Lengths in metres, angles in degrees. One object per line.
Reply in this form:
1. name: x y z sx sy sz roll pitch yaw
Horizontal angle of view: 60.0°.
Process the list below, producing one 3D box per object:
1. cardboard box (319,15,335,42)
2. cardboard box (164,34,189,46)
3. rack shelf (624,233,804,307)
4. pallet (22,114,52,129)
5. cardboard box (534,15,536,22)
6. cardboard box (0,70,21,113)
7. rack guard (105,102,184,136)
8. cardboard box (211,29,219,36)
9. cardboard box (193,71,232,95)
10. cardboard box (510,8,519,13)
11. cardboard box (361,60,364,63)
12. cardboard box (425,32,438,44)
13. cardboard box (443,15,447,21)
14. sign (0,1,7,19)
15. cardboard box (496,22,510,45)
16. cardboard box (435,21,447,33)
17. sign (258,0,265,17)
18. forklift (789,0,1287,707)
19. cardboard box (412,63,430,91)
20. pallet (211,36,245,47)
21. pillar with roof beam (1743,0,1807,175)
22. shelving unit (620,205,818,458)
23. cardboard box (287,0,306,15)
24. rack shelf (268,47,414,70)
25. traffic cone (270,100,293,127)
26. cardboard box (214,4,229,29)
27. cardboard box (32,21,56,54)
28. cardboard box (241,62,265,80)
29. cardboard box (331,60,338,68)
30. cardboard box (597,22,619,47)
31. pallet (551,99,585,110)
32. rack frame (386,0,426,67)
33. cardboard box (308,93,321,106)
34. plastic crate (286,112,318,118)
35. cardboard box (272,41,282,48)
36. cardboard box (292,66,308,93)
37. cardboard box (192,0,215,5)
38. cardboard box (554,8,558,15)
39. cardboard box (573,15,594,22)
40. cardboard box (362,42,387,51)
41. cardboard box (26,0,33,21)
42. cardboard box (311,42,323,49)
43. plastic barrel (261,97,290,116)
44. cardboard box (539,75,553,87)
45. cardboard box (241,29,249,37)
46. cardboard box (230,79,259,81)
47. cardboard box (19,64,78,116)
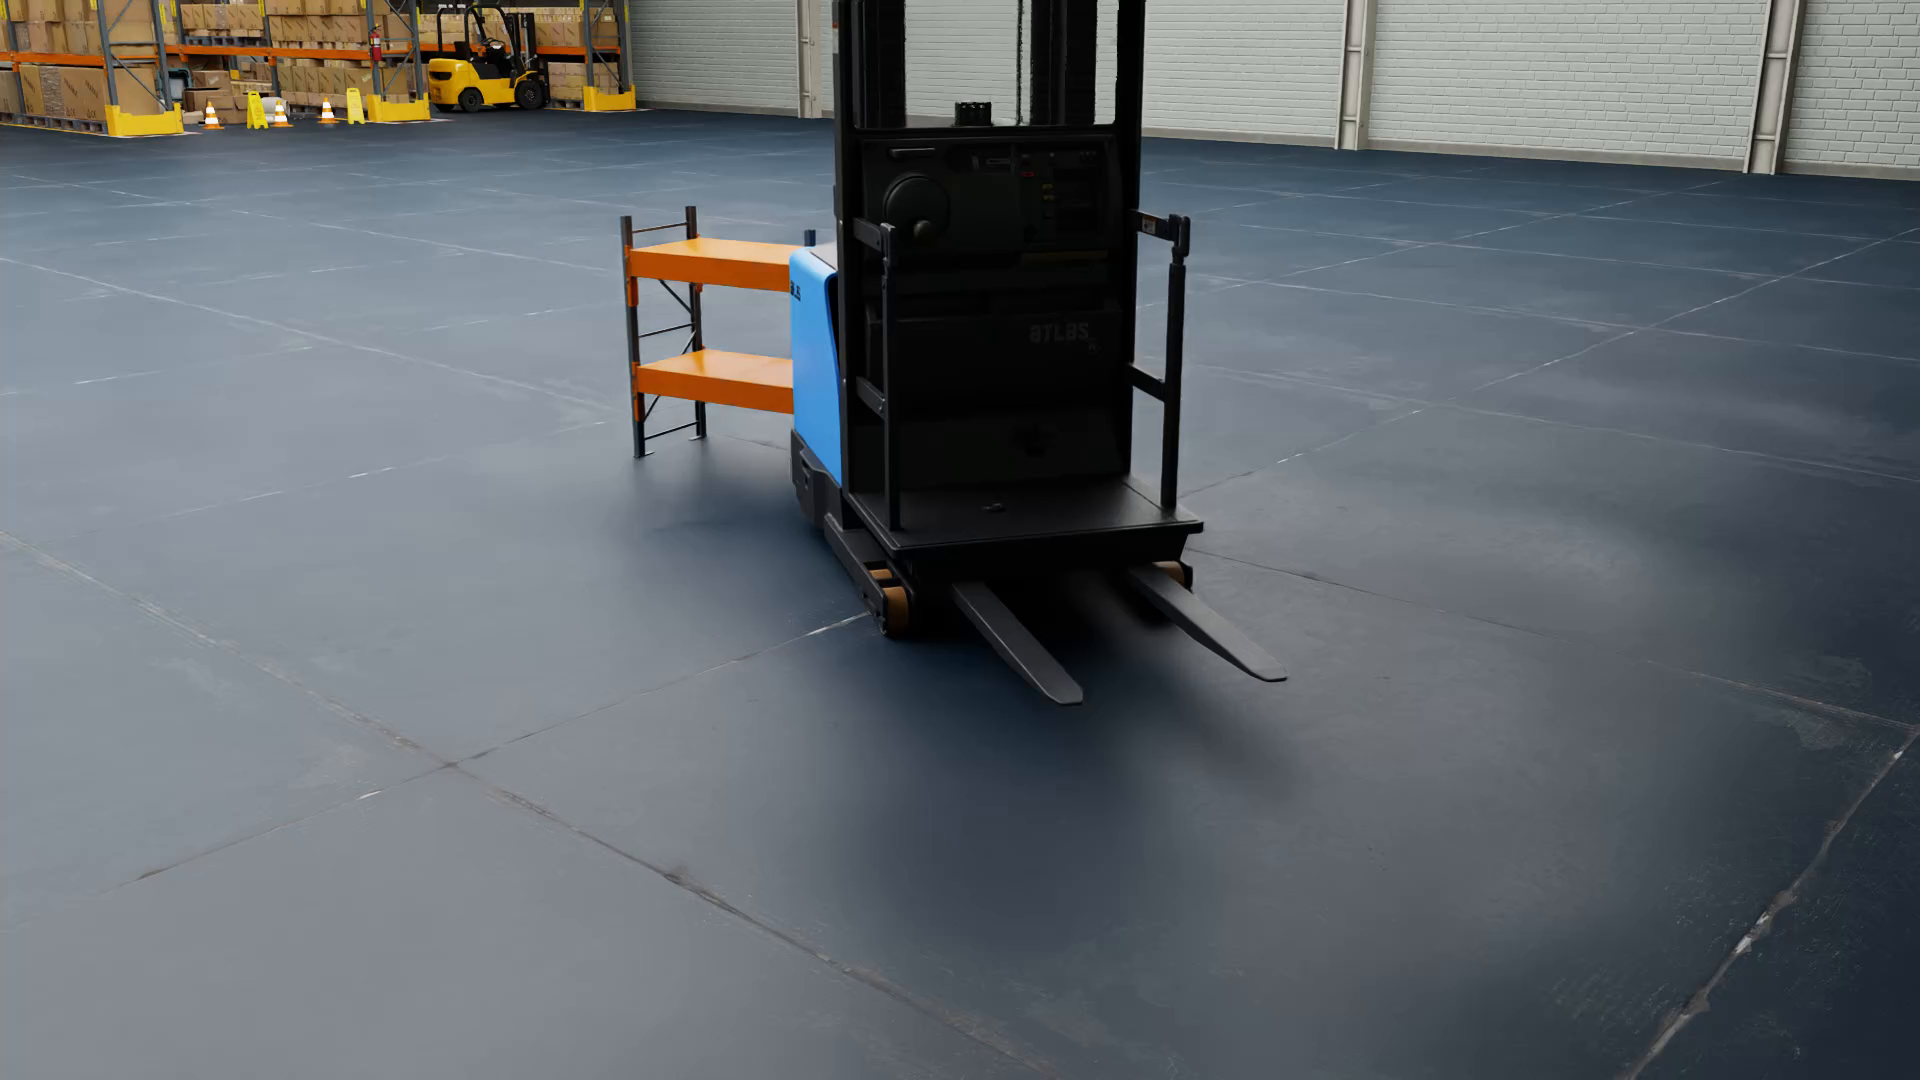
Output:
1. cardboard box: -12.167 -10.018 32.563 0.500 0.500 0.500 15 23 39
2. cardboard box: -17.369 -11.157 37.056 0.500 0.250 0.500 14 22 37
3. rack shelf: -0.957 -1.190 7.534 1.000 0.278 0.538 10 20 29
4. pallet: -16.520 -7.743 30.660 1.213 0.211 1.003 15 23 39
5. cardboard box: -9.091 -11.389 36.301 0.250 0.149 0.380 15 23 39
6. cardboard box: -17.561 -8.474 31.380 0.750 0.750 1.050 15 23 39
7. rack guard: -14.027 -7.243 28.607 0.348 0.500 1.175 15 23 39
8. cardboard box: -15.912 -10.938 35.840 0.380 0.149 0.250 -17 24 -42
9. cardboard box: -14.986 -9.143 33.343 0.500 0.500 0.500 15 23 39
10. cardboard box: -9.705 -11.671 36.700 0.250 0.149 0.380 15 23 38
11. cardboard box: -14.811 -11.893 41.493 0.250 0.149 0.380 15 23 38
12. cardboard box: -12.207 -11.785 39.035 0.500 0.250 0.500 16 24 41
13. cardboard box: -11.730 -12.080 38.478 0.250 0.149 0.380 14 23 38
14. sign: -17.390 -9.632 30.219 0.005 0.325 0.100 15 23 39
15. cardboard box: -9.976 -11.305 37.109 0.500 0.500 0.500 16 23 40
16. cardboard box: -11.840 -11.919 38.632 0.500 0.250 0.500 16 23 40
17. sign: -14.193 -10.808 33.794 0.005 0.325 0.100 15 23 39
18. forklift: 0.177 -1.208 5.574 1.130 2.935 3.031 -5 18 -15
19. cardboard box: -12.575 -11.120 39.923 0.625 0.625 0.875 16 24 41
20. pallet: -15.311 -10.706 35.704 1.213 0.211 1.003 15 23 39
21. pillar with roof beam: 7.627 -8.113 17.300 0.400 9.000 9.100 15 23 39
22. shelving unit: -0.957 -0.911 7.623 1.048 1.125 0.538 10 20 29
23. cardboard box: -12.917 -10.697 33.047 0.500 0.500 0.700 14 23 38
24. rack shelf: -12.331 -9.638 33.211 4.000 0.370 1.077 15 23 39
25. traffic cone: -12.495 -7.845 30.567 0.334 0.463 0.336 15 23 39
26. cardboard box: -15.471 -11.122 35.347 0.500 0.500 0.500 14 22 37
27. cardboard box: -16.001 -9.002 29.770 0.550 0.550 0.875 15 23 39
28. cardboard box: -19.116 -12.782 45.360 0.637 0.503 0.797 14 22 37
29. cardboard box: -12.112 -9.347 32.644 0.250 0.149 0.380 16 23 40
30. cardboard box: -7.729 -10.913 35.874 0.500 0.500 0.500 16 24 41
31. pallet: -8.143 -9.518 36.254 1.213 0.211 1.003 15 23 39
32. rack frame: -13.527 -12.309 40.439 0.127 3.000 1.000 15 23 39
33. cardboard box: -12.759 -8.882 33.491 0.500 0.250 0.500 15 23 39
34. plastic crate: -13.197 -8.490 33.231 0.583 0.080 0.402 7 19 21
35. cardboard box: -13.804 -10.127 33.978 0.250 0.149 0.380 15 23 39
36. cardboard box: -13.157 -9.345 33.710 0.500 0.500 0.500 16 24 41
37. cardboard box: -17.025 -11.864 37.218 0.500 0.500 0.500 14 22 37
38. cardboard box: -8.507 -11.382 35.787 0.250 0.149 0.380 15 23 40
39. cardboard box: -7.988 -11.066 35.284 0.250 0.149 0.380 15 23 40
40. cardboard box: -11.257 -9.486 31.959 0.250 0.149 0.380 16 24 41
41. cardboard box: -16.295 -9.662 30.066 0.550 0.550 0.875 15 23 39
42. cardboard box: -12.647 -9.824 33.022 0.250 0.149 0.380 15 23 39
43. plastic barrel: -13.385 -8.423 32.454 0.512 0.421 0.421 -3 18 -8
44. cardboard box: -8.883 -10.060 36.376 0.500 0.250 0.500 14 23 38
45. cardboard box: -14.797 -10.604 34.788 0.250 0.149 0.380 15 23 38
46. cardboard box: -15.845 -9.871 36.406 0.625 0.372 0.950 14 23 38
47. cardboard box: -16.613 -8.287 30.585 0.875 0.875 0.875 15 23 40
